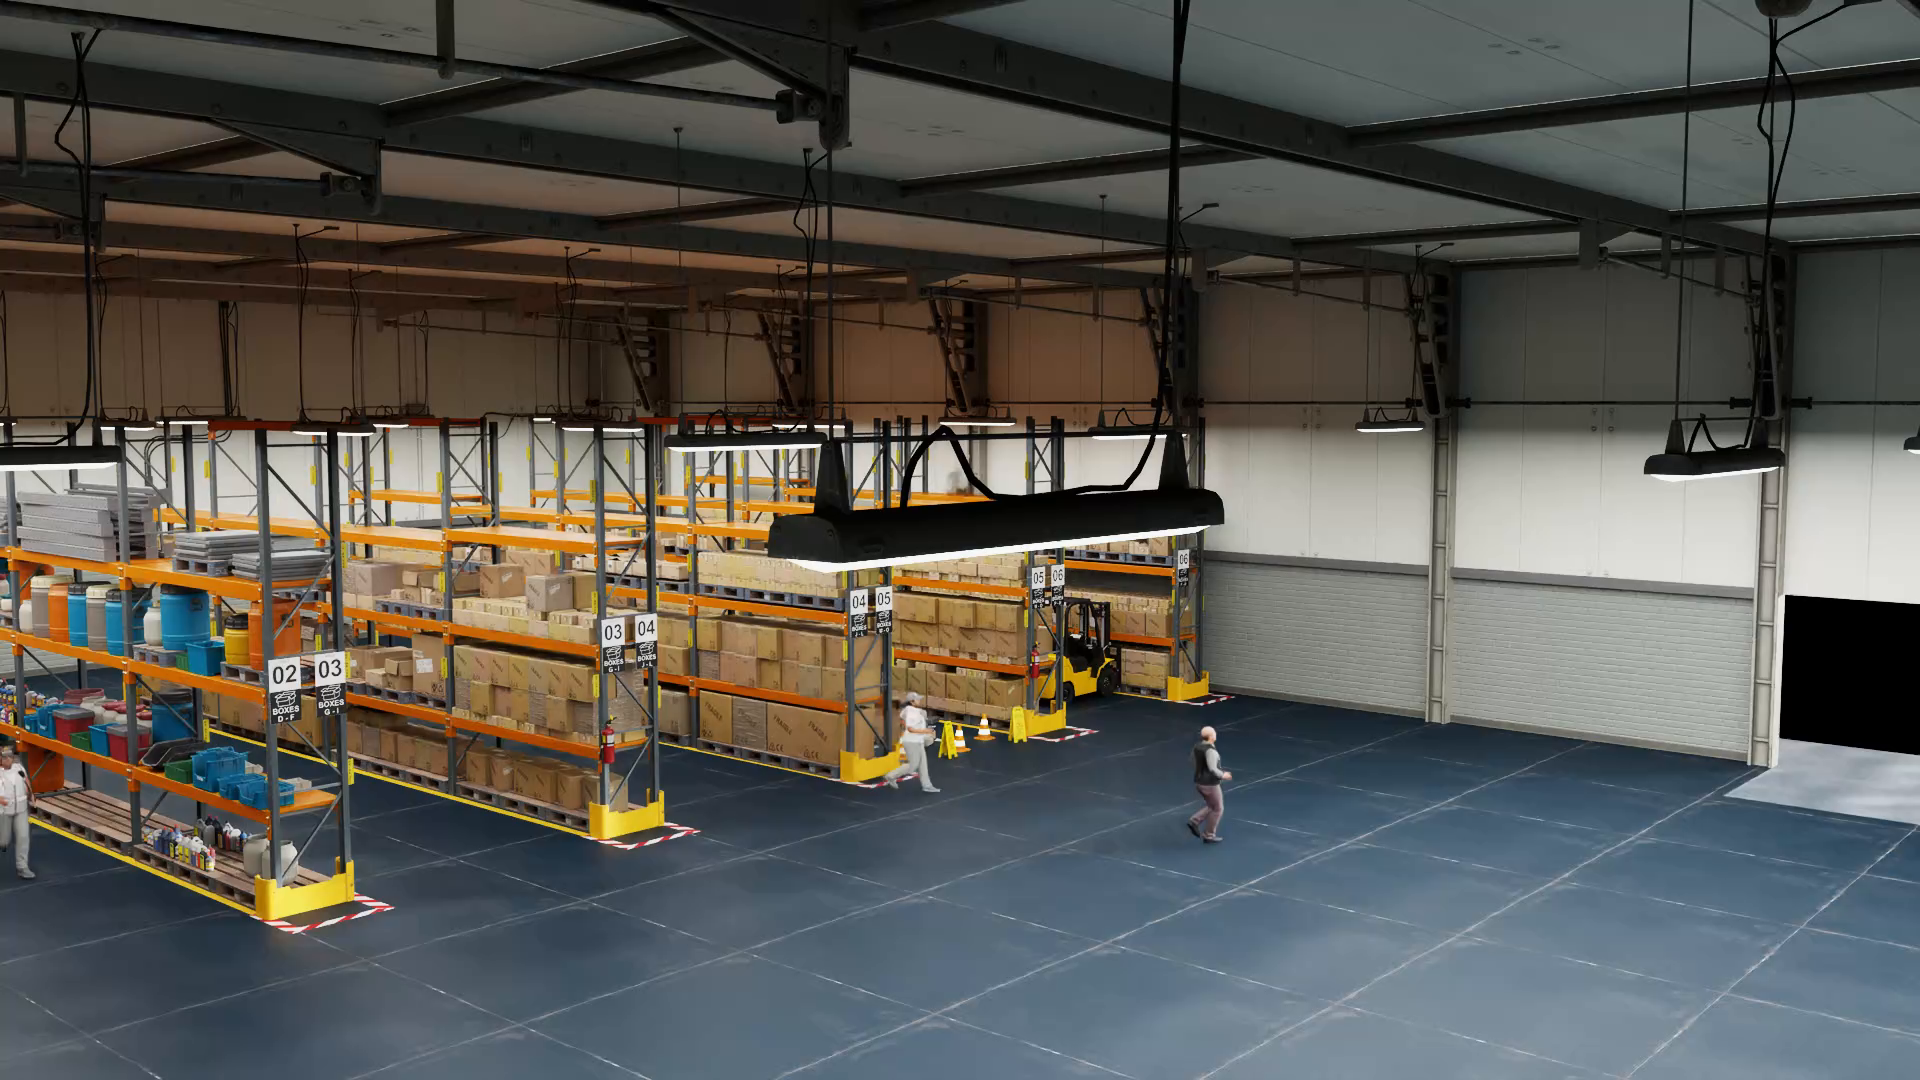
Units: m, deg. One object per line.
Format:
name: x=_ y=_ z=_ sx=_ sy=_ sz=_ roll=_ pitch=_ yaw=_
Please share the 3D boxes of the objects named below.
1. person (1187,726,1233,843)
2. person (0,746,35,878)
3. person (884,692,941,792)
person: x=3.570 y=3.509 z=23.880 sx=0.587 sy=1.681 sz=0.680 roll=-1 pitch=5 yaw=-17
person: x=-12.690 y=3.604 z=22.223 sx=0.992 sy=1.747 sz=0.678 roll=4 pitch=6 yaw=37
person: x=-0.765 y=3.272 z=26.811 sx=0.909 sy=1.654 sz=0.612 roll=0 pitch=5 yaw=-1
